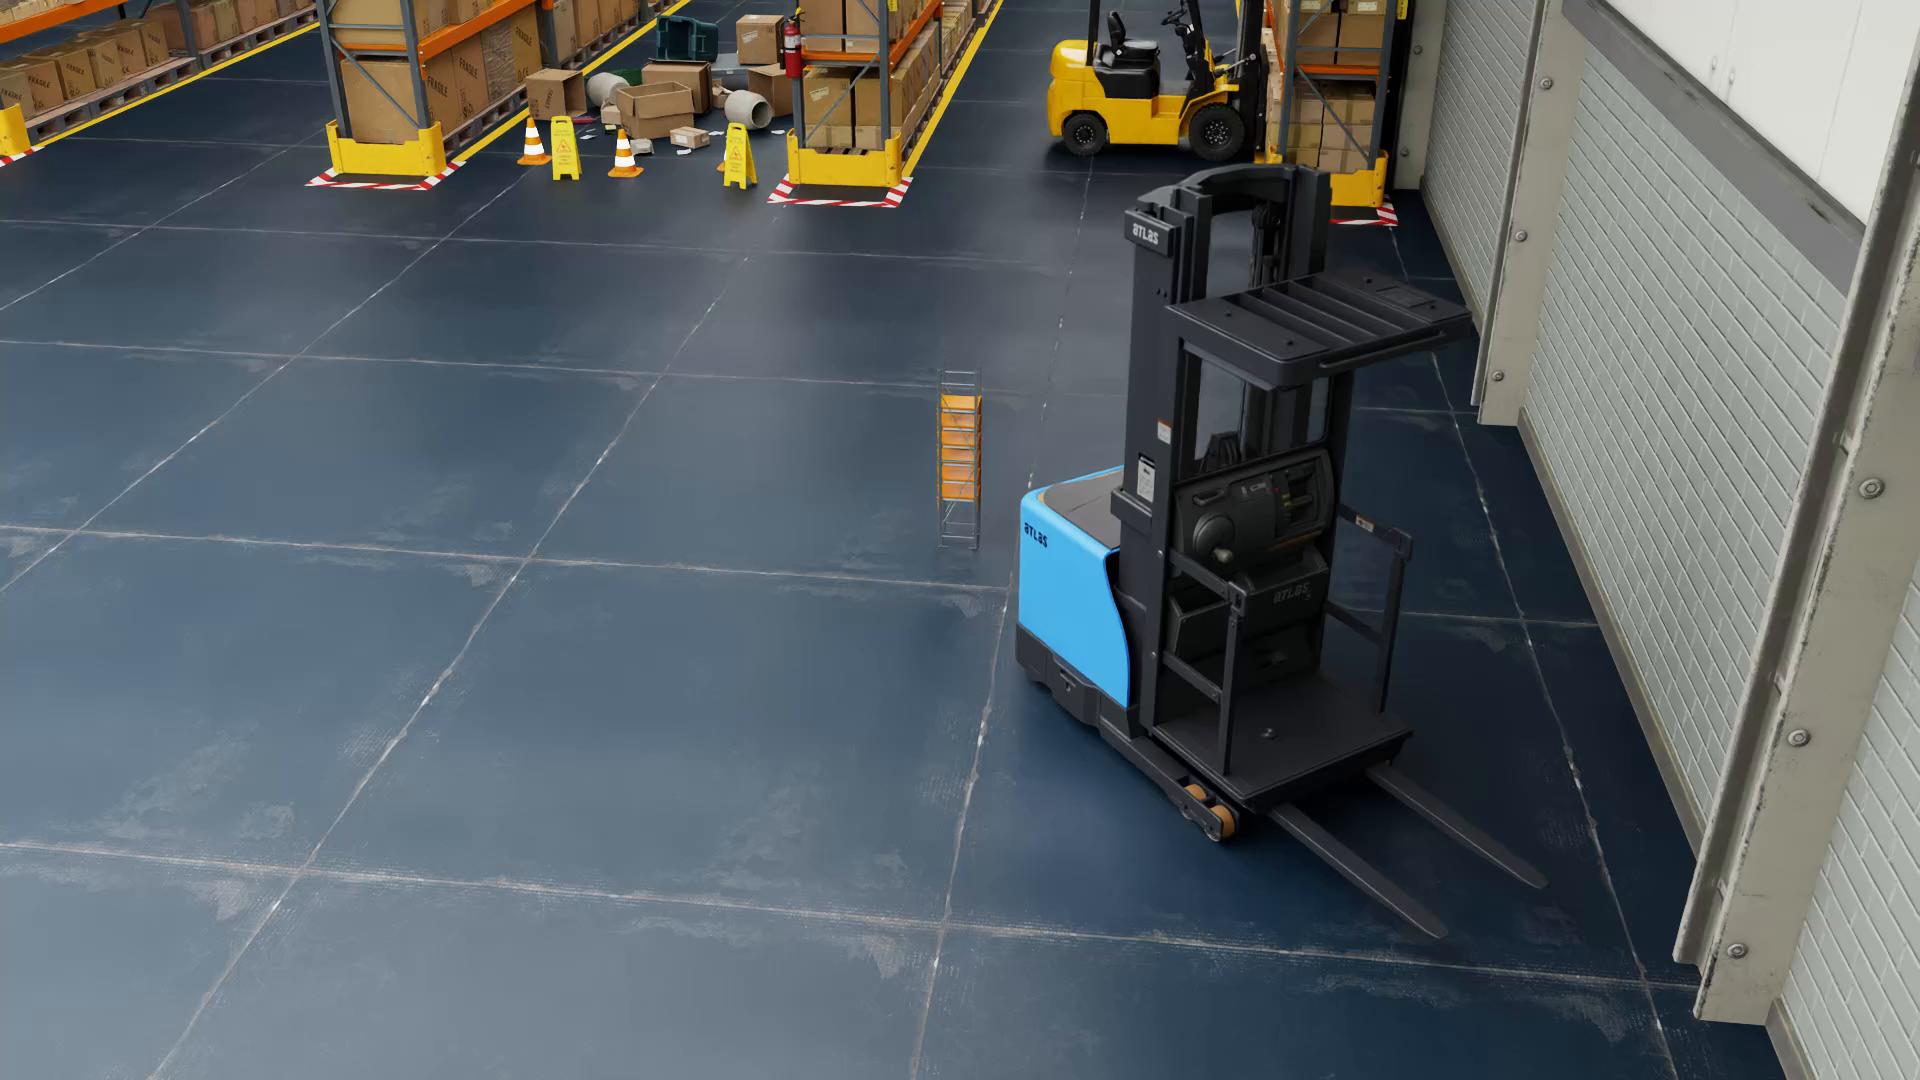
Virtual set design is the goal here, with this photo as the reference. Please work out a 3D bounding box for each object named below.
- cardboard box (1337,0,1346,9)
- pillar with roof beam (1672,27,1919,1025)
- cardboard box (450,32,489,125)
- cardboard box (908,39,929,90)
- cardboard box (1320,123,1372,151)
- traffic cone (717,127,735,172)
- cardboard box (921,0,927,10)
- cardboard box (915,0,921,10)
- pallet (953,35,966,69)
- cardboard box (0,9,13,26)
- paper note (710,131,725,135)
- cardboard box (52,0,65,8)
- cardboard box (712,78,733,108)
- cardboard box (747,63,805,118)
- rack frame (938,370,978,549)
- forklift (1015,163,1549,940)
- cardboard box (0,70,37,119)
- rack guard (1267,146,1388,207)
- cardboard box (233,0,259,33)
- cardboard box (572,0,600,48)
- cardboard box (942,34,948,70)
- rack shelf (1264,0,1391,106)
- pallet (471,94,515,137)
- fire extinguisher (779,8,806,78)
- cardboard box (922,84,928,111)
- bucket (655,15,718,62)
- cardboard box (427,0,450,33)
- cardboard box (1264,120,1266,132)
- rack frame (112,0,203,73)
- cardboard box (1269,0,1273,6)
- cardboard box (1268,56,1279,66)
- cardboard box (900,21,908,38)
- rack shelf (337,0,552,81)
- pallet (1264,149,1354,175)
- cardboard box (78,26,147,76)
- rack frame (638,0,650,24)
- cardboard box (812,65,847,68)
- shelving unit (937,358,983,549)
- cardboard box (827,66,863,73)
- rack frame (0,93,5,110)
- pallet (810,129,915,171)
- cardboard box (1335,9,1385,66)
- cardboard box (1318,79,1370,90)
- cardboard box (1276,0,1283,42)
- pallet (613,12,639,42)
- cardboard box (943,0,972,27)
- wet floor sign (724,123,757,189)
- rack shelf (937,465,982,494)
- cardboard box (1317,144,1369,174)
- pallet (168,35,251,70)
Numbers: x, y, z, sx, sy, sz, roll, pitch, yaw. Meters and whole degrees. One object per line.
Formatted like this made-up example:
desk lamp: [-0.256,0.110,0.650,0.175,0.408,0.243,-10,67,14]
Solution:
cardboard box: [3.974,-5.393,16.600,0.380,0.149,0.250,3,28,6]
pillar with roof beam: [-1.055,-2.317,5.354,9.100,9.000,0.400,3,28,6]
cardboard box: [-6.021,-5.312,19.037,0.875,0.875,0.875,3,28,5]
cardboard box: [-0.657,-5.499,19.252,0.500,0.500,0.500,5,29,9]
cardboard box: [3.972,-4.202,17.109,0.500,0.250,0.500,4,29,7]
traffic cone: [-2.446,-4.246,17.935,0.336,0.463,0.334,3,28,6]
cardboard box: [-0.587,-6.210,19.171,0.380,0.149,0.250,3,28,5]
cardboard box: [-0.710,-6.191,18.452,0.500,0.500,0.500,3,28,5]
pallet: [-0.488,-6.683,22.724,1.003,0.211,1.213,3,28,6]
cardboard box: [-10.733,-5.788,18.387,0.380,0.149,0.250,3,28,6]
paper note: [-2.825,-4.725,19.292,0.148,0.019,0.142,14,31,24]
cardboard box: [-10.636,-6.260,19.264,0.380,0.149,0.250,3,28,6]
cardboard box: [-2.959,-5.506,20.482,0.258,0.266,0.396,-17,33,-29]
cardboard box: [-2.210,-5.444,20.117,0.500,0.500,0.500,-24,36,-37]
rack frame: [-0.013,-0.478,10.165,0.240,1.200,0.006,3,28,6]
forklift: [1.504,-0.116,7.667,1.130,2.935,3.031,-16,32,-27]
cardboard box: [-10.961,-5.039,18.925,0.500,0.500,0.500,9,30,16]
rack guard: [3.705,-3.687,16.858,1.175,0.500,0.348,3,28,6]
cardboard box: [-10.322,-7.412,23.309,0.700,0.500,0.500,1,28,2]
cardboard box: [-5.545,-7.154,22.588,1.050,0.750,0.750,3,28,6]
cardboard box: [-0.667,-6.243,21.296,0.950,0.372,0.625,4,29,7]
rack shelf: [3.953,-5.423,18.205,1.077,0.370,4.000,3,28,6]
pallet: [-5.972,-5.051,19.696,1.003,0.211,1.213,3,28,6]
fire extinguisher: [-1.690,-5.024,16.787,0.296,0.674,0.183,3,28,6]
cardboard box: [-0.657,-5.158,19.411,0.500,0.250,0.500,4,29,7]
bucket: [-3.382,-6.238,20.808,0.726,0.611,0.620,14,21,24]
cardboard box: [-6.098,-5.829,18.041,0.875,0.550,0.550,3,28,6]
cardboard box: [3.634,-4.727,18.610,0.500,0.250,0.500,4,29,8]
rack frame: [-10.564,-7.544,21.383,1.000,3.000,0.127,3,28,6]
cardboard box: [3.885,-6.532,19.398,0.500,0.500,0.500,3,28,5]
cardboard box: [3.633,-5.165,18.369,0.500,0.250,0.500,3,28,5]
cardboard box: [-0.765,-5.479,17.815,0.380,0.149,0.250,4,29,7]
rack shelf: [-5.899,-5.950,19.183,1.077,0.370,4.000,3,28,6]
pallet: [3.760,-3.933,17.621,1.003,0.211,1.213,3,28,6]
cardboard box: [-10.715,-6.173,21.030,0.500,0.500,0.500,13,31,22]
rack frame: [-5.164,-9.091,24.254,1.000,3.000,0.127,3,28,6]
cardboard box: [-1.401,-5.244,18.096,0.380,0.149,0.250,4,29,8]
shelving unit: [-0.002,-0.521,10.245,0.258,1.200,0.189,3,28,6]
cardboard box: [-1.319,-5.028,18.378,0.500,0.500,0.500,4,29,8]
rack frame: [-11.054,-5.661,17.888,1.000,3.000,0.127,3,28,6]
pallet: [-1.075,-4.274,18.253,1.003,0.211,1.213,3,28,6]
cardboard box: [4.044,-5.060,16.666,0.500,0.500,0.500,4,29,8]
cardboard box: [4.012,-4.664,17.439,0.500,0.250,0.500,3,28,6]
cardboard box: [3.643,-5.574,17.621,0.500,0.500,0.500,3,28,5]
pallet: [-5.335,-7.497,24.235,1.003,0.211,1.213,3,28,6]
cardboard box: [-0.318,-7.614,23.840,0.950,0.372,0.625,1,28,3]
wet floor sign: [-2.304,-4.022,17.327,0.267,0.644,0.232,14,31,24]
rack shelf: [-0.002,-0.377,10.323,0.258,0.103,0.180,3,28,6]
cardboard box: [3.962,-3.993,17.247,0.500,0.250,0.500,3,29,6]
pallet: [-10.470,-6.683,22.725,1.003,0.211,1.213,3,28,6]
